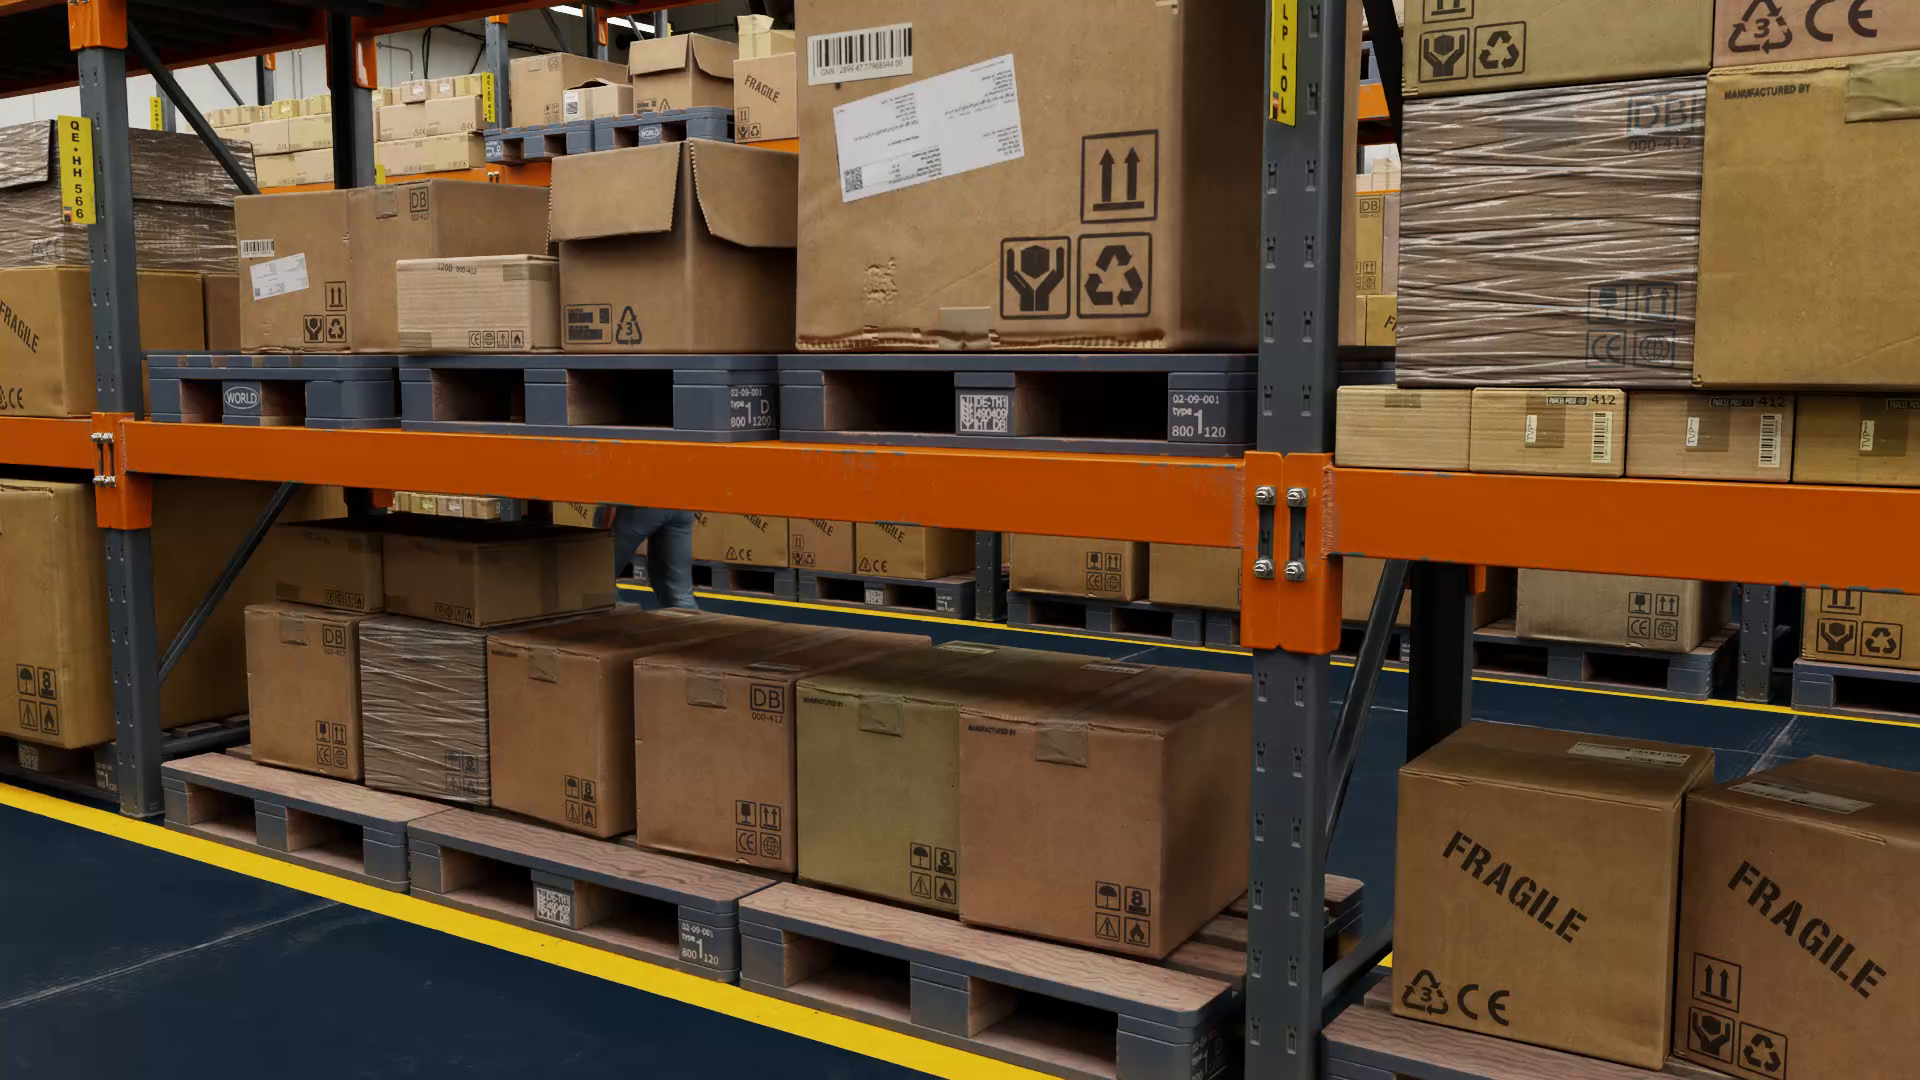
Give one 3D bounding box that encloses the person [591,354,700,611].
[{"bbox_3d":[-1.287,-0.129,6.897,0.569,1.818,0.625,6,9,43],"label":"person"}]
